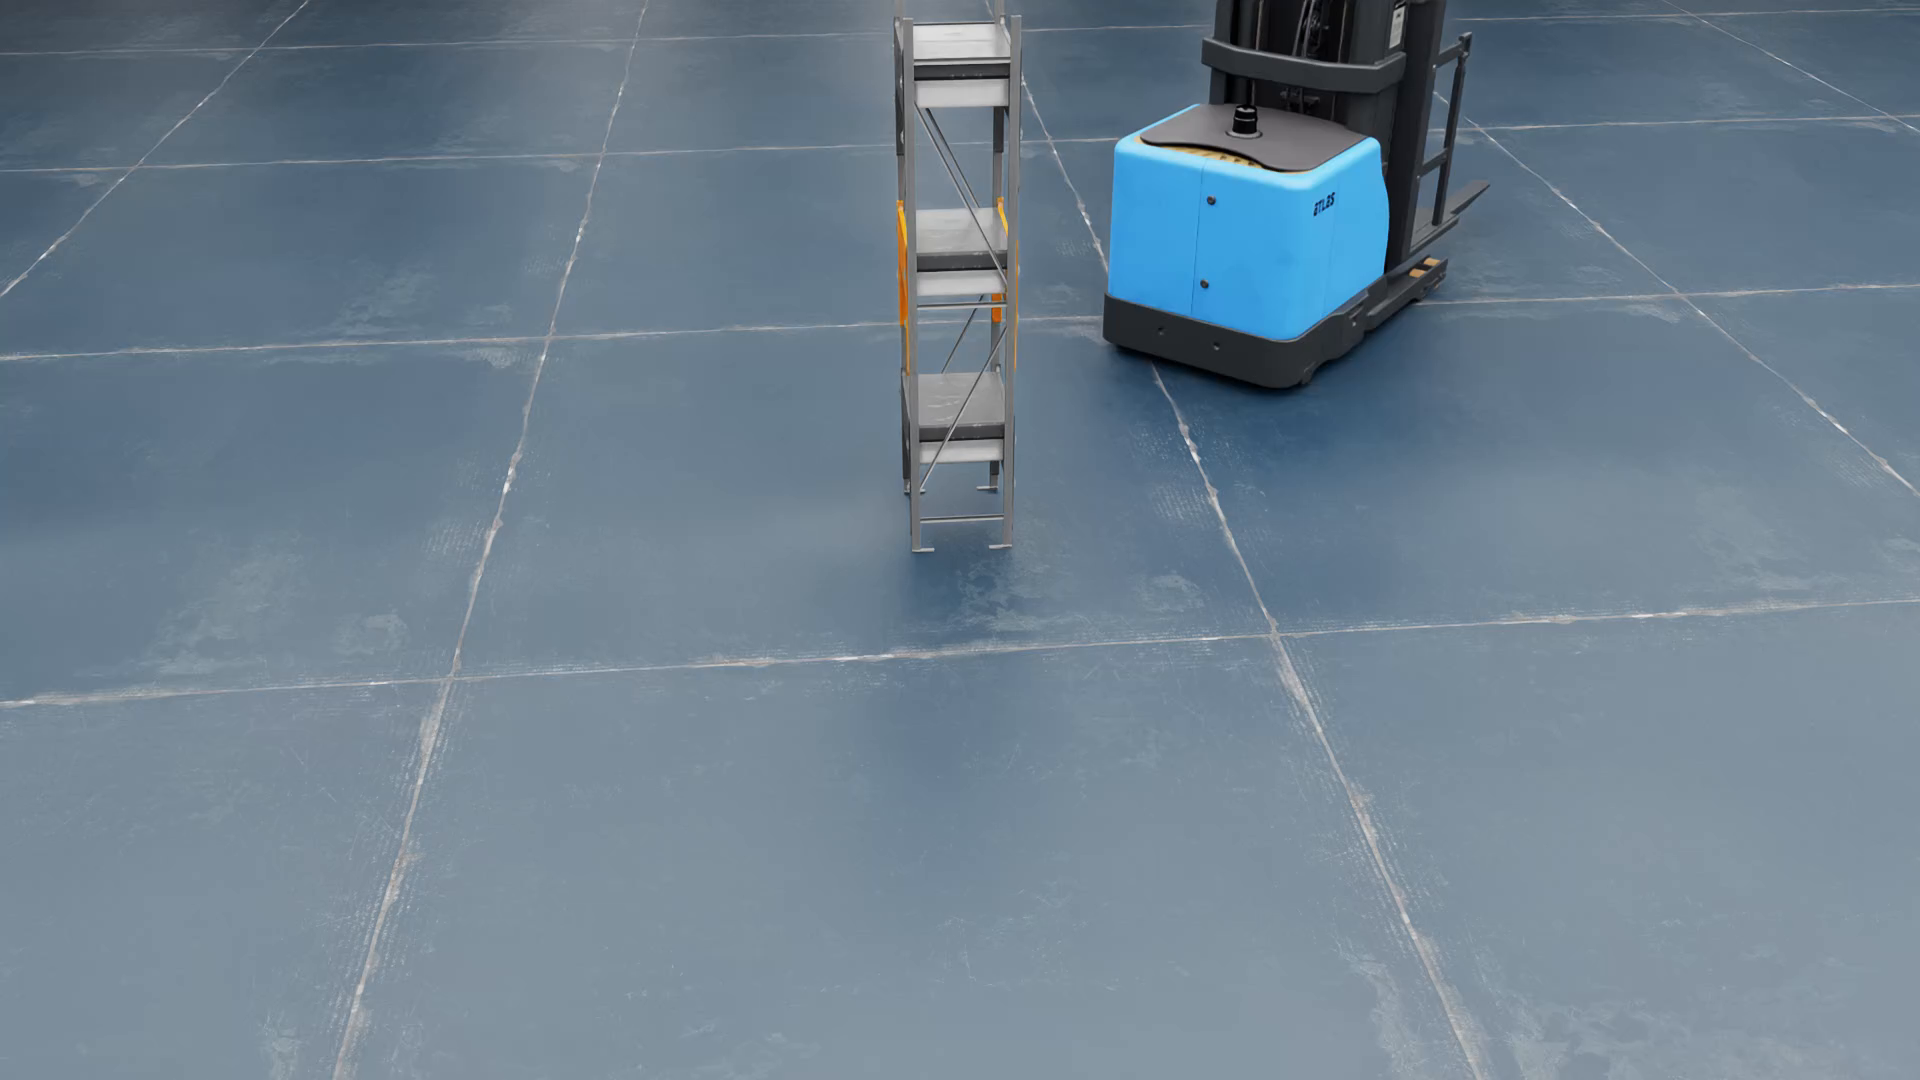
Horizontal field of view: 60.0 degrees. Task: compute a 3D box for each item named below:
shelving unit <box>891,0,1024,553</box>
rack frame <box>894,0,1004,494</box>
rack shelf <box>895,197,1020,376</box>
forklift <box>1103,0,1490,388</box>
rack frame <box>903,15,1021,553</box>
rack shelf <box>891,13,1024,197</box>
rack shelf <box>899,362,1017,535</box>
[{"bbox_3d":[-0.015,-0.986,6.353,0.431,2.100,0.503,-3,31,-5],"label":"shelving unit"},{"bbox_3d":[-0.038,-1.111,6.562,0.400,2.100,0.015,-3,31,-5],"label":"rack frame"},{"bbox_3d":[-0.015,-0.974,6.360,0.431,0.518,0.480,-3,31,-5],"label":"rack shelf"},{"bbox_3d":[1.987,-2.671,8.364,1.130,2.935,3.031,21,36,30],"label":"forklift"},{"bbox_3d":[0.007,-0.861,6.144,0.400,2.100,0.015,-3,31,-5],"label":"rack frame"},{"bbox_3d":[-0.015,-1.575,6.001,0.431,0.518,0.480,-3,31,-5],"label":"rack shelf"},{"bbox_3d":[-0.015,-0.373,6.719,0.431,0.518,0.480,-3,31,-5],"label":"rack shelf"}]
